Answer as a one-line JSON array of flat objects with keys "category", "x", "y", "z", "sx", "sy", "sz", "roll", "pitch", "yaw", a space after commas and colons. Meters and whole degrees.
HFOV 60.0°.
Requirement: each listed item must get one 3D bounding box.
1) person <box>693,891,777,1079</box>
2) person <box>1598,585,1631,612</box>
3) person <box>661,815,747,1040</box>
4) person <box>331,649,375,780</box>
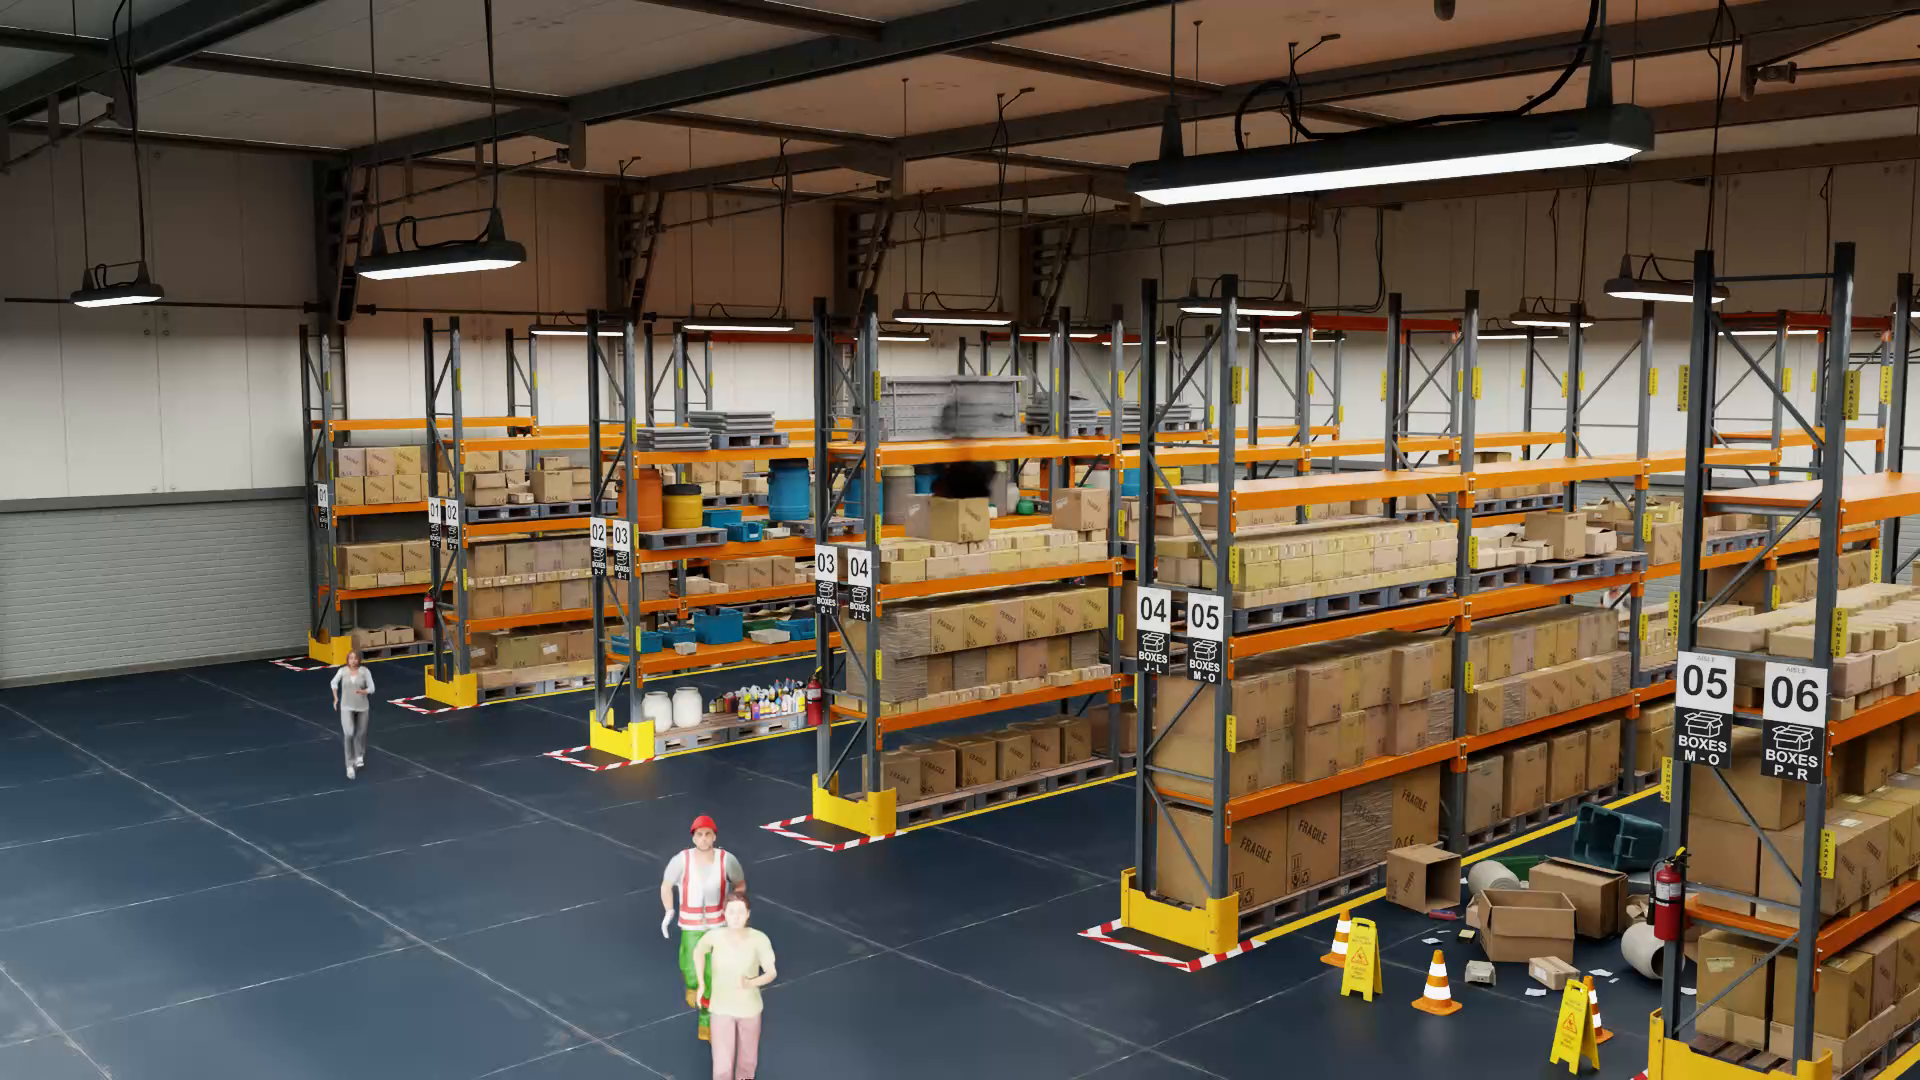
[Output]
[{"category": "person", "x": -1.509, "y": 3.207, "z": 11.203, "sx": 0.544, "sy": 1.715, "sz": 0.715, "roll": -1, "pitch": 6, "yaw": -11}, {"category": "person", "x": 10.971, "y": 1.486, "z": 27.820, "sx": 0.710, "sy": 1.812, "sz": 0.746, "roll": 4, "pitch": 7, "yaw": 38}, {"category": "person", "x": -1.993, "y": 3.000, "z": 12.984, "sx": 0.659, "sy": 1.739, "sz": 0.601, "roll": -1, "pitch": 6, "yaw": -10}, {"category": "person", "x": -7.778, "y": 2.213, "z": 21.350, "sx": 0.506, "sy": 1.645, "sz": 0.721, "roll": -3, "pitch": 6, "yaw": -24}]
